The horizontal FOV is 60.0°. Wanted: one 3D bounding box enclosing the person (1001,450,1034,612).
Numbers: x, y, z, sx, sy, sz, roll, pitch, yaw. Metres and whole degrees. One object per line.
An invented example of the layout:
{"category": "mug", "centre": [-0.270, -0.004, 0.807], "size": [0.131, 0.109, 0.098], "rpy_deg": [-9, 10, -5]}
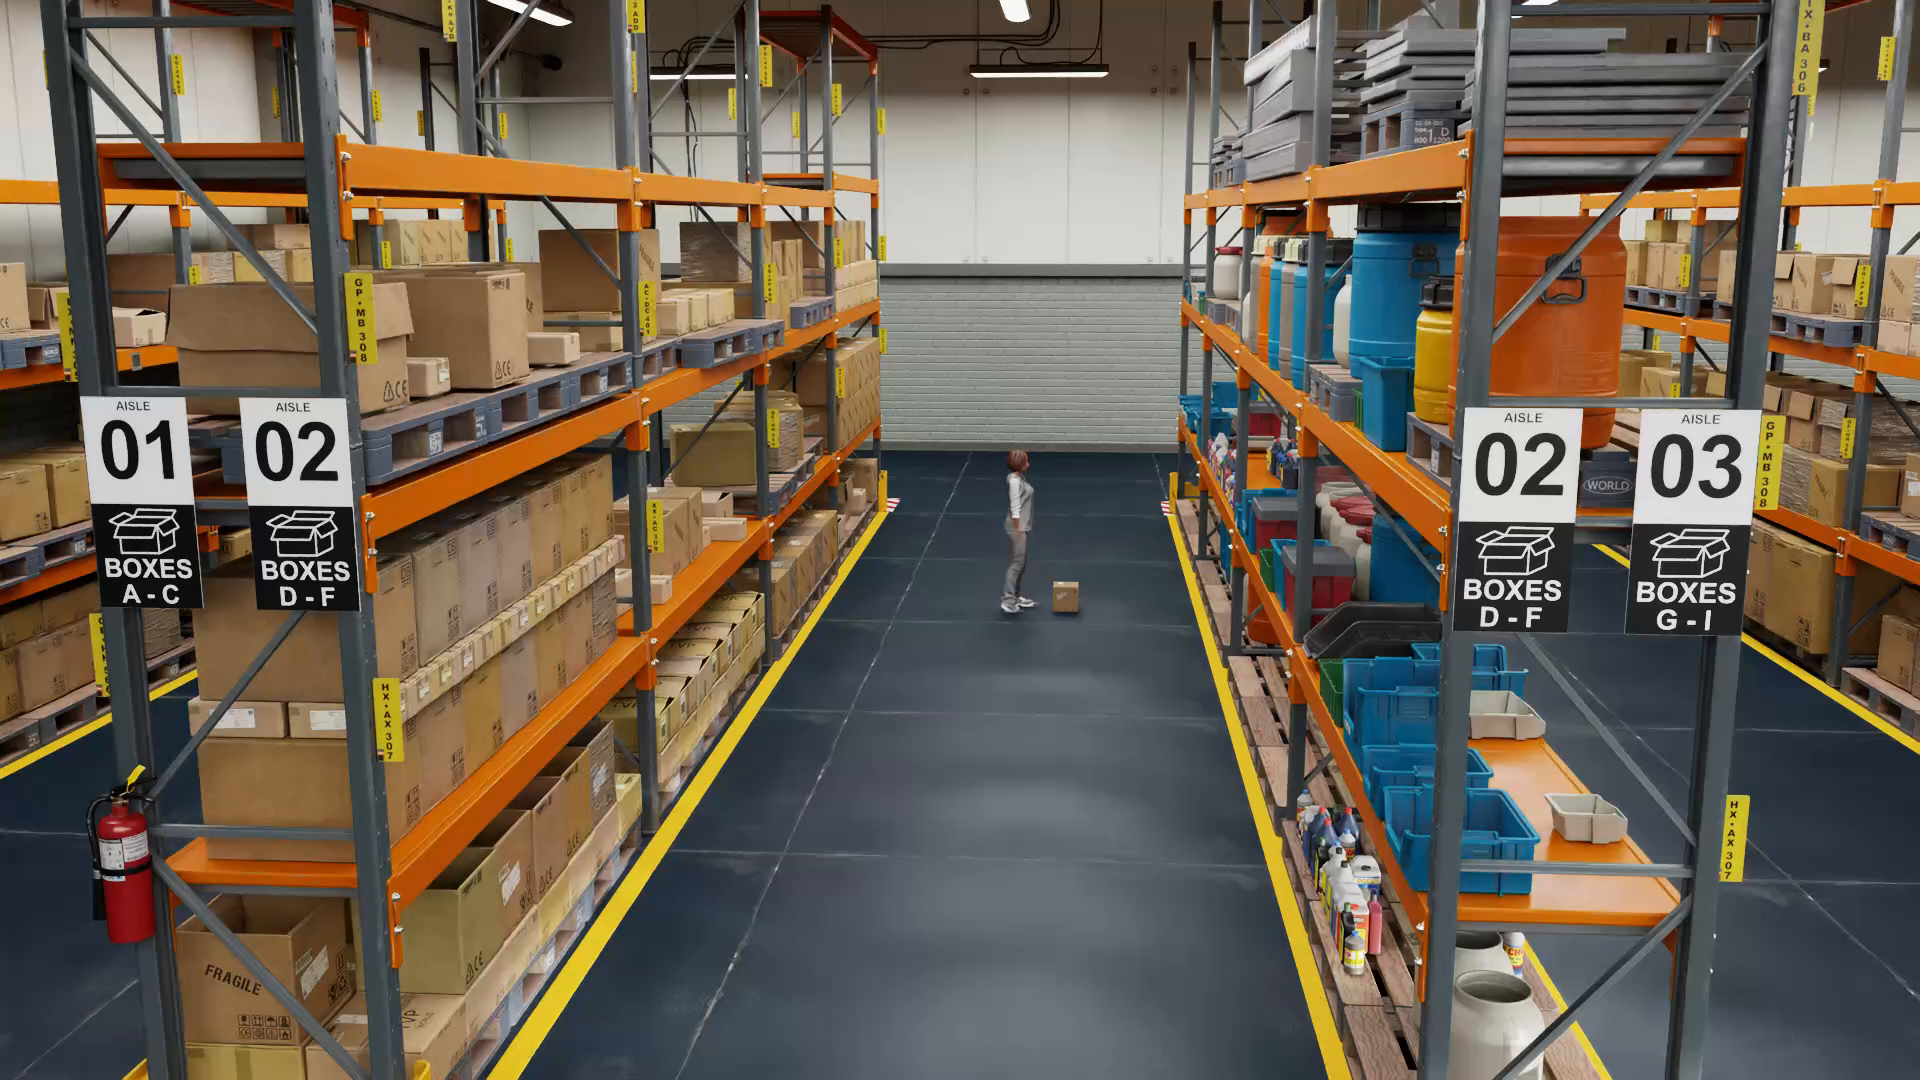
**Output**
{"category": "person", "centre": [0.575, -0.082, 16.500], "size": [0.318, 1.640, 0.407], "rpy_deg": [1, 11, 5]}
